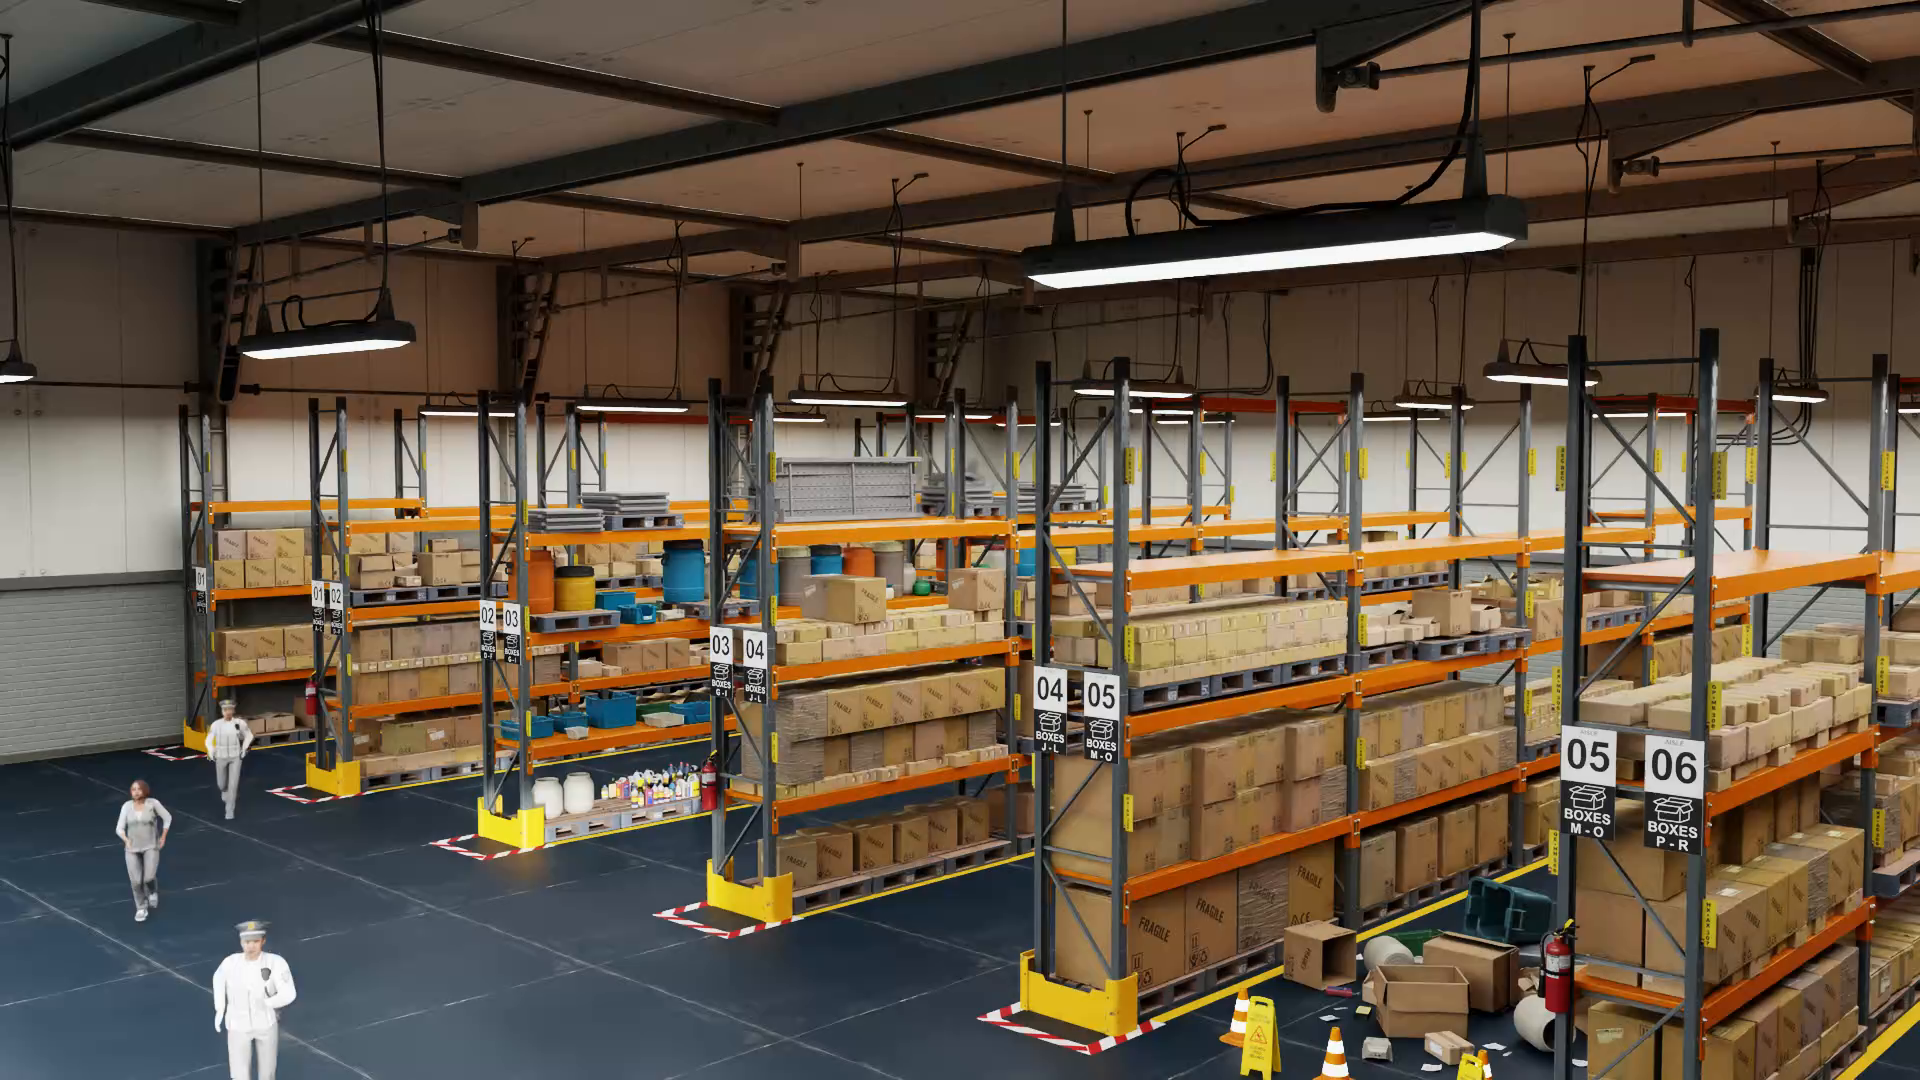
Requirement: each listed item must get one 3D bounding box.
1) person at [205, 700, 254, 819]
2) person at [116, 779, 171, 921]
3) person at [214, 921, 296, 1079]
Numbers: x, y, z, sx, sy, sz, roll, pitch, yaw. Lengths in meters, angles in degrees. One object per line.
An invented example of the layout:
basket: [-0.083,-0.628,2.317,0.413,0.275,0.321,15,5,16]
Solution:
person: [-10.403,3.095,23.688,0.630,1.661,0.713,-1,3,-21]
person: [-9.007,3.424,18.324,0.539,1.566,0.537,-1,3,-17]
person: [-5.242,3.656,12.372,0.580,1.739,0.849,-1,3,-20]
